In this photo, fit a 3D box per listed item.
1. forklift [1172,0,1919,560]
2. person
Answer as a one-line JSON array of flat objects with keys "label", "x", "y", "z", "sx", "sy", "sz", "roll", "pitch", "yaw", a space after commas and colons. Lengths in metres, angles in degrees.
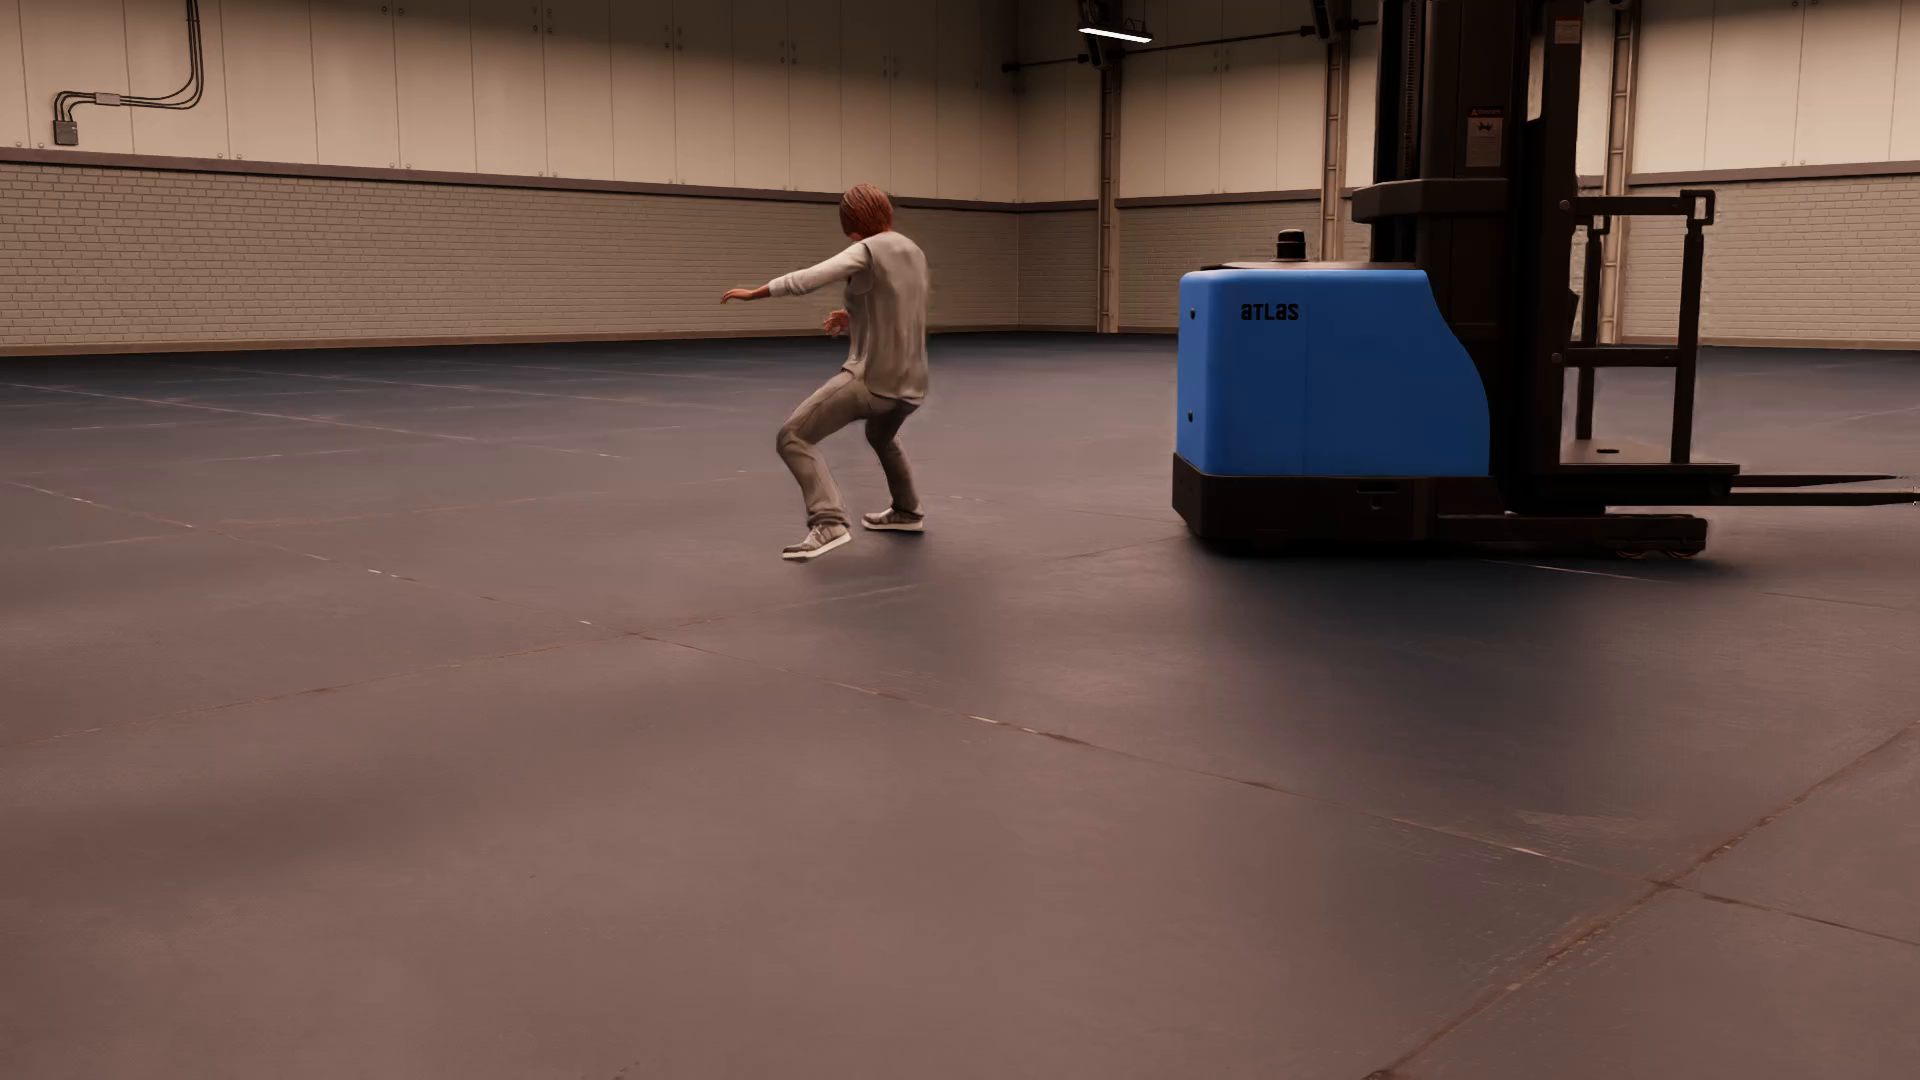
[{"label": "forklift", "x": 2.429, "y": -1.456, "z": 6.541, "sx": 3.031, "sy": 2.935, "sz": 1.130, "roll": 0, "pitch": 9, "yaw": 0}, {"label": "person", "x": -0.434, "y": -0.646, "z": 6.382, "sx": 0.630, "sy": 1.377, "sz": 1.141, "roll": 6, "pitch": 11, "yaw": 36}]
